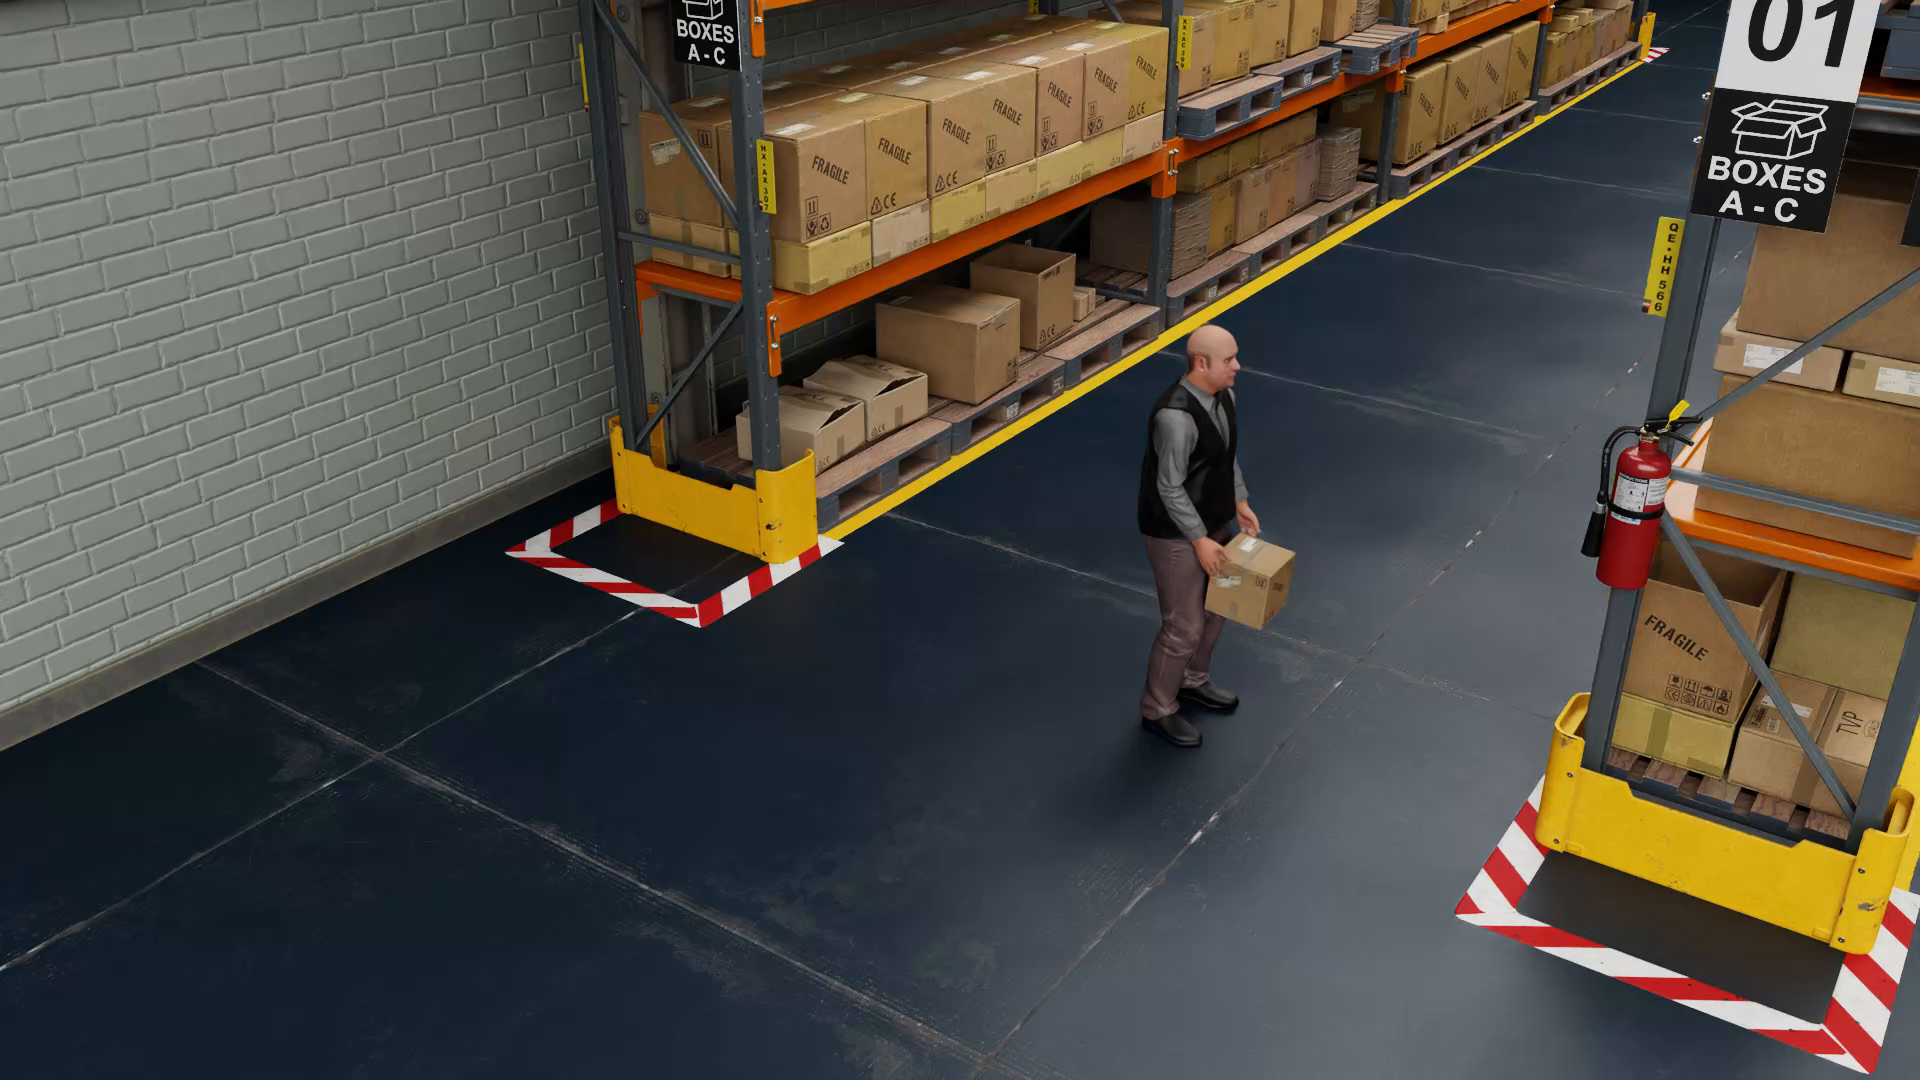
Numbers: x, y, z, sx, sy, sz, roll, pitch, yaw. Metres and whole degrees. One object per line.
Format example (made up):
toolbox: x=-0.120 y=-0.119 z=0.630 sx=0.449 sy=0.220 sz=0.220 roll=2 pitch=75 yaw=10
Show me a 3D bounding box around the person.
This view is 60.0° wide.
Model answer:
person: x=0.948 y=-0.041 z=6.718 sx=0.446 sy=1.727 sz=0.551 roll=17 pitch=31 yaw=29
